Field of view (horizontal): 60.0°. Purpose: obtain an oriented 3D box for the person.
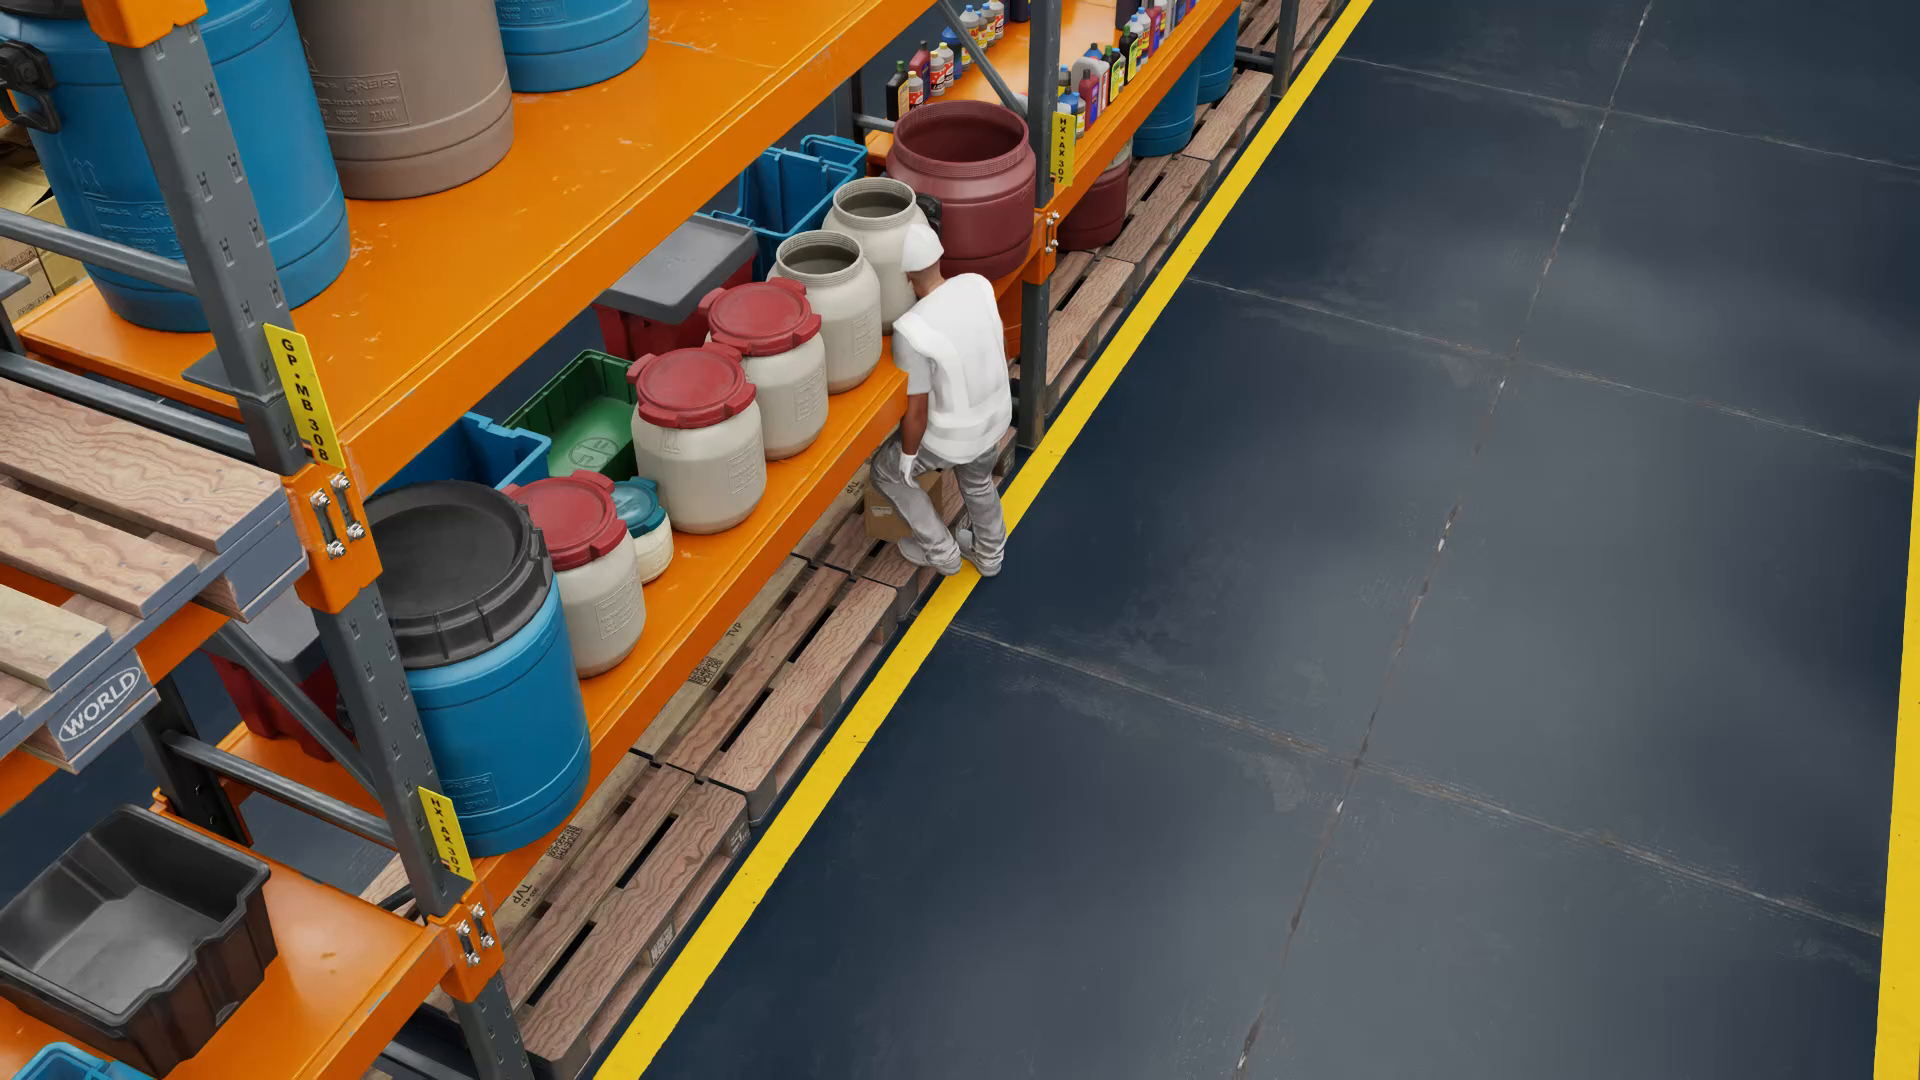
[{"bbox_3d":[-0.075,-0.483,6.712,0.541,1.751,0.633,29,49,29],"label":"person"}]
